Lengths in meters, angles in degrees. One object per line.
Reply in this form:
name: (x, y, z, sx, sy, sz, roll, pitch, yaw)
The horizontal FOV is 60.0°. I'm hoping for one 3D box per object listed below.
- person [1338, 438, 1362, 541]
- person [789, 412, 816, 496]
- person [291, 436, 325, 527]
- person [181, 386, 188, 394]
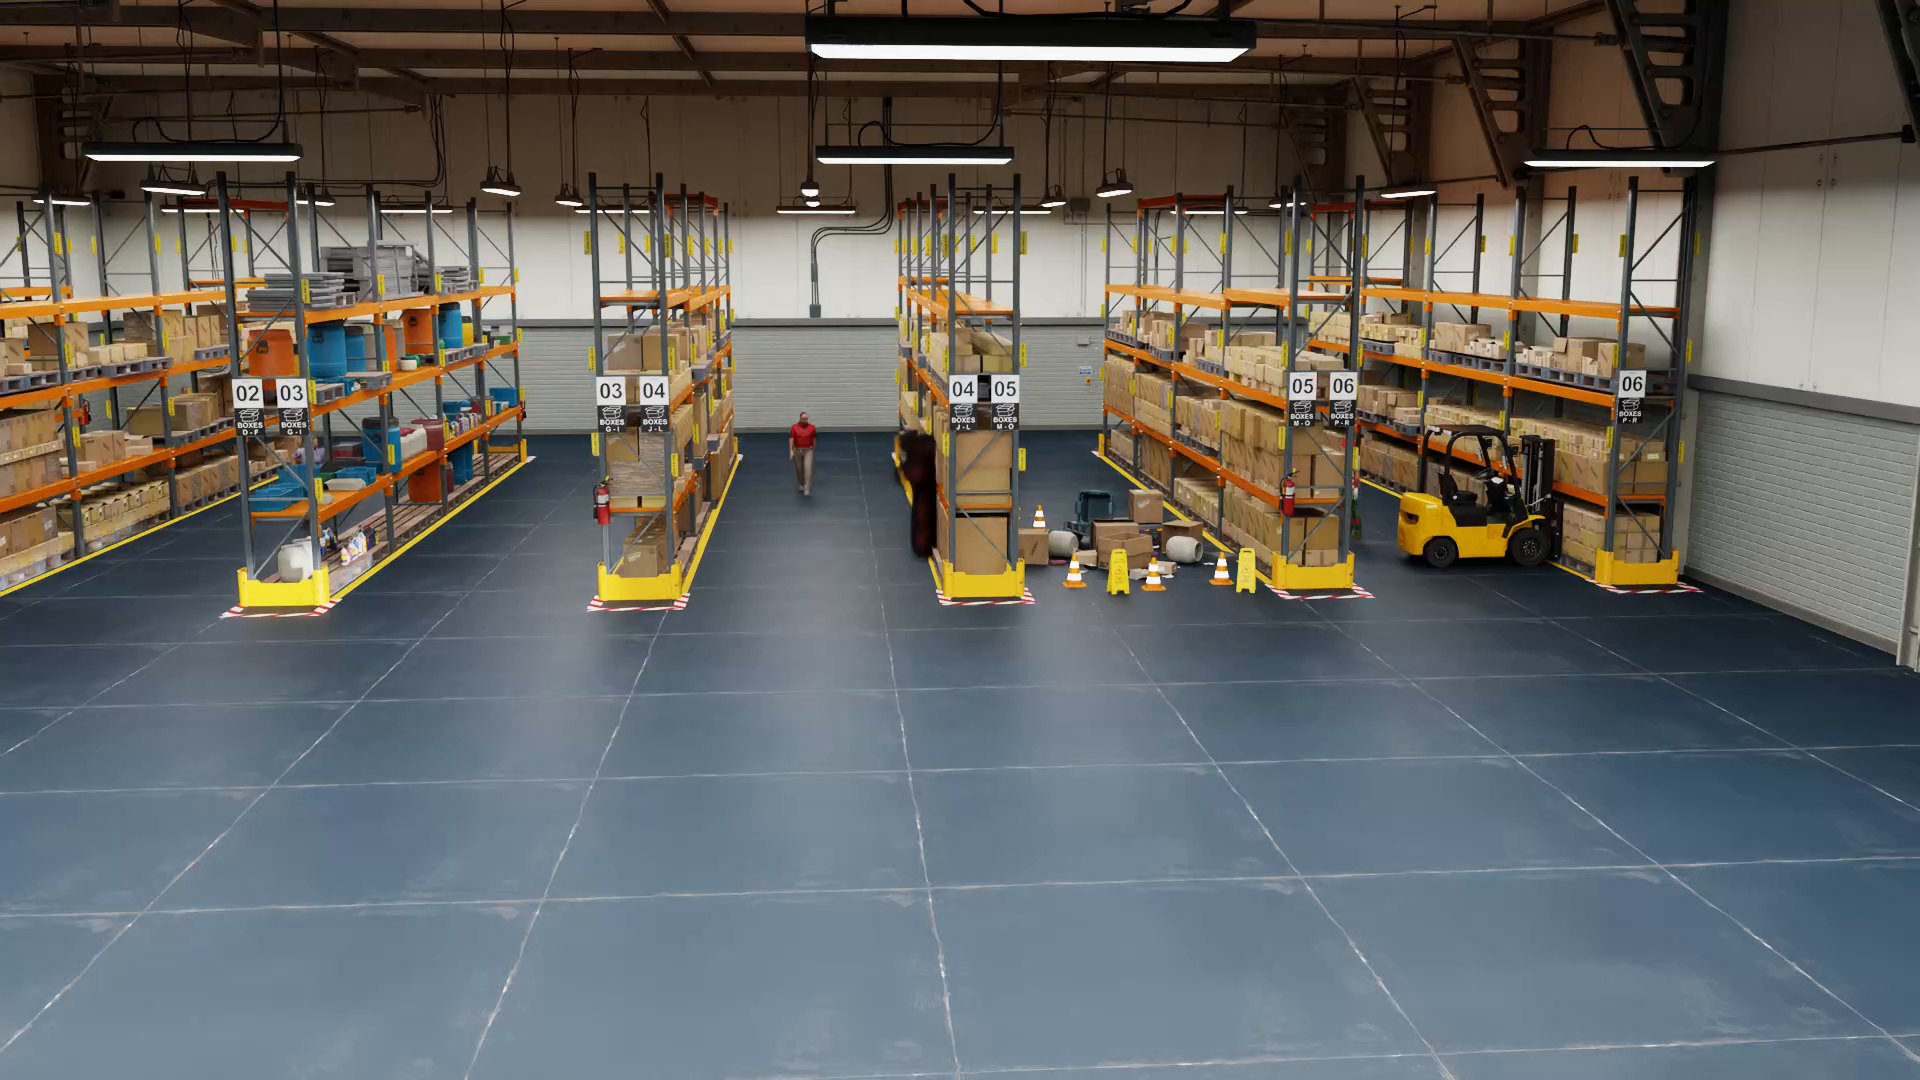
person: (6.722, -0.888, 28.640, 0.438, 1.789, 0.556, 5, 11, 26)
person: (-3.201, -1.774, 33.861, 0.540, 1.680, 0.991, 0, 10, 0)
person: (-11.786, -1.100, 30.107, 0.626, 1.600, 1.007, 0, 10, -1)
person: (-18.982, -2.966, 40.732, 0.407, 1.596, 0.994, 0, 10, -1)
